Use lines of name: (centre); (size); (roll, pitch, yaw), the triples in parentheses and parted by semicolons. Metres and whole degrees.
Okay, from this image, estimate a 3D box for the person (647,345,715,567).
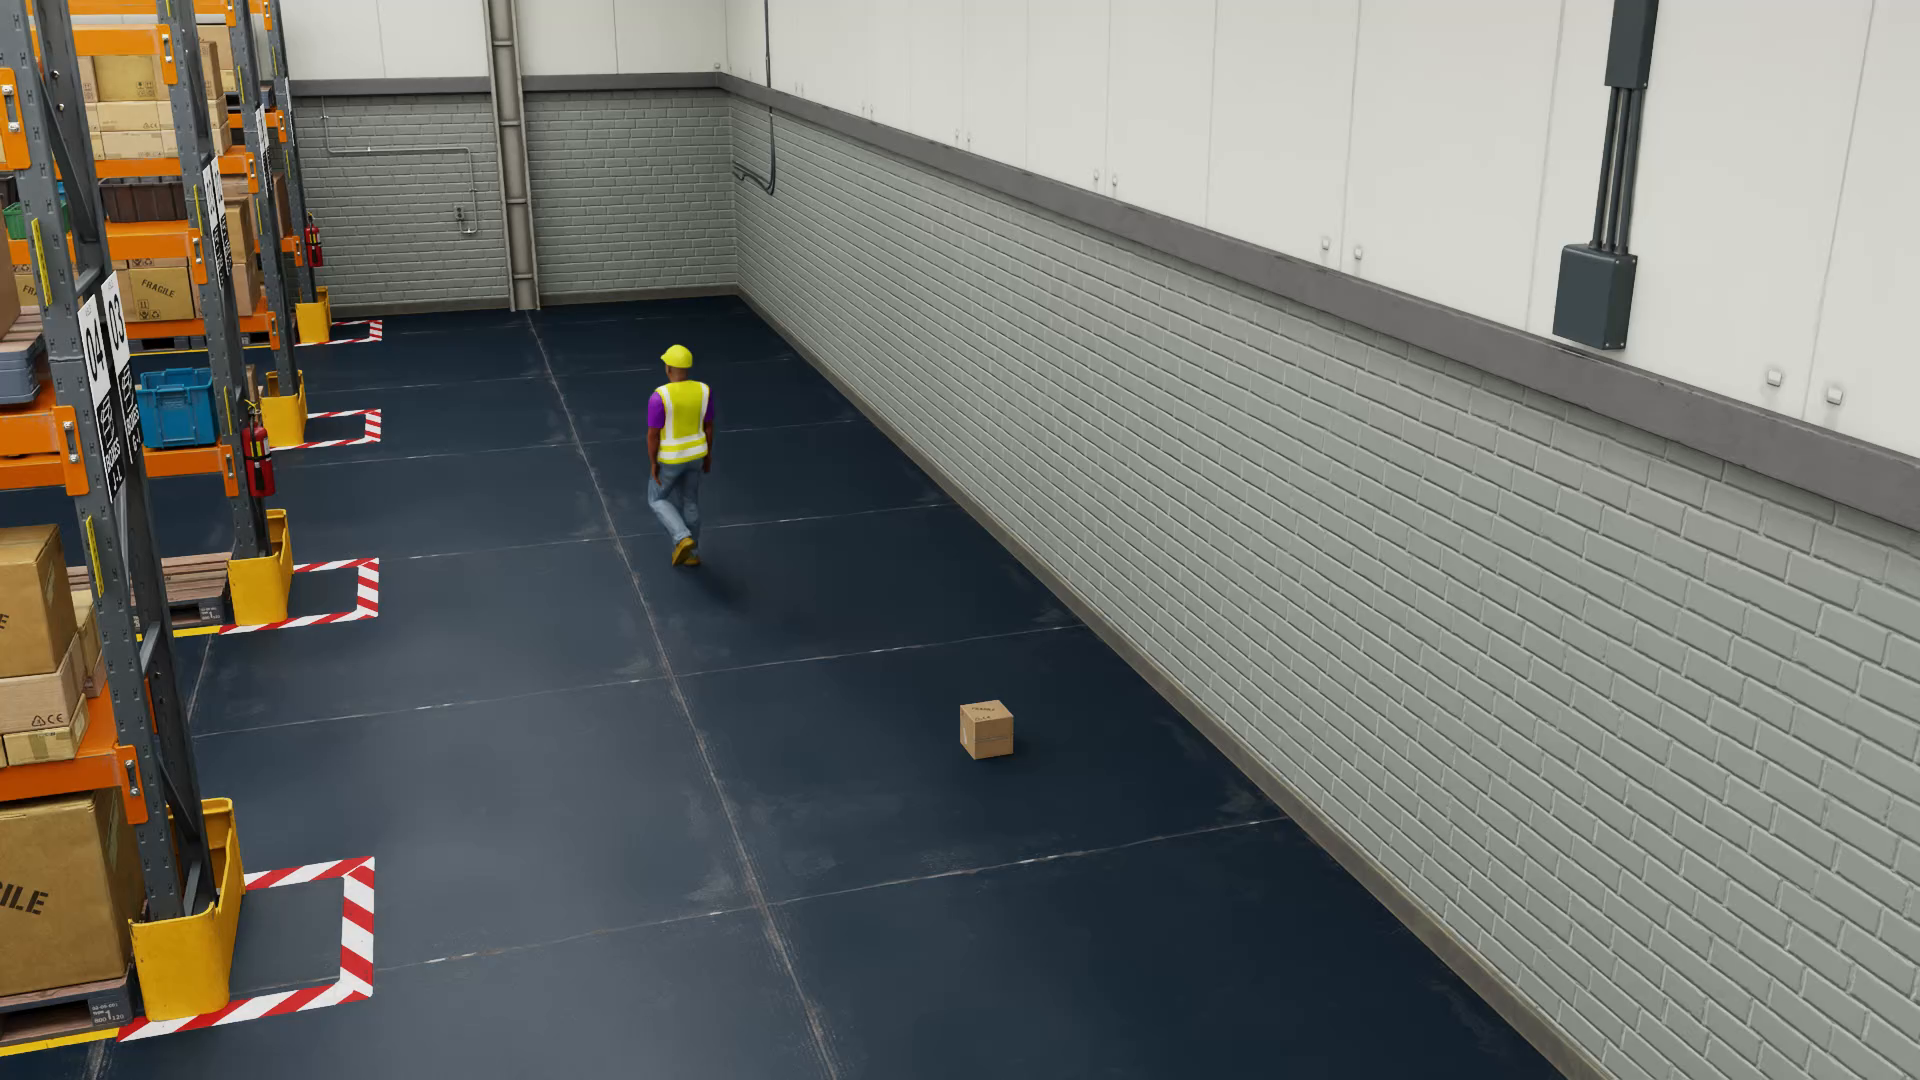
person: (-2.147, -0.635, 12.792); (0.570, 1.754, 0.530); (-14, 23, -35)
